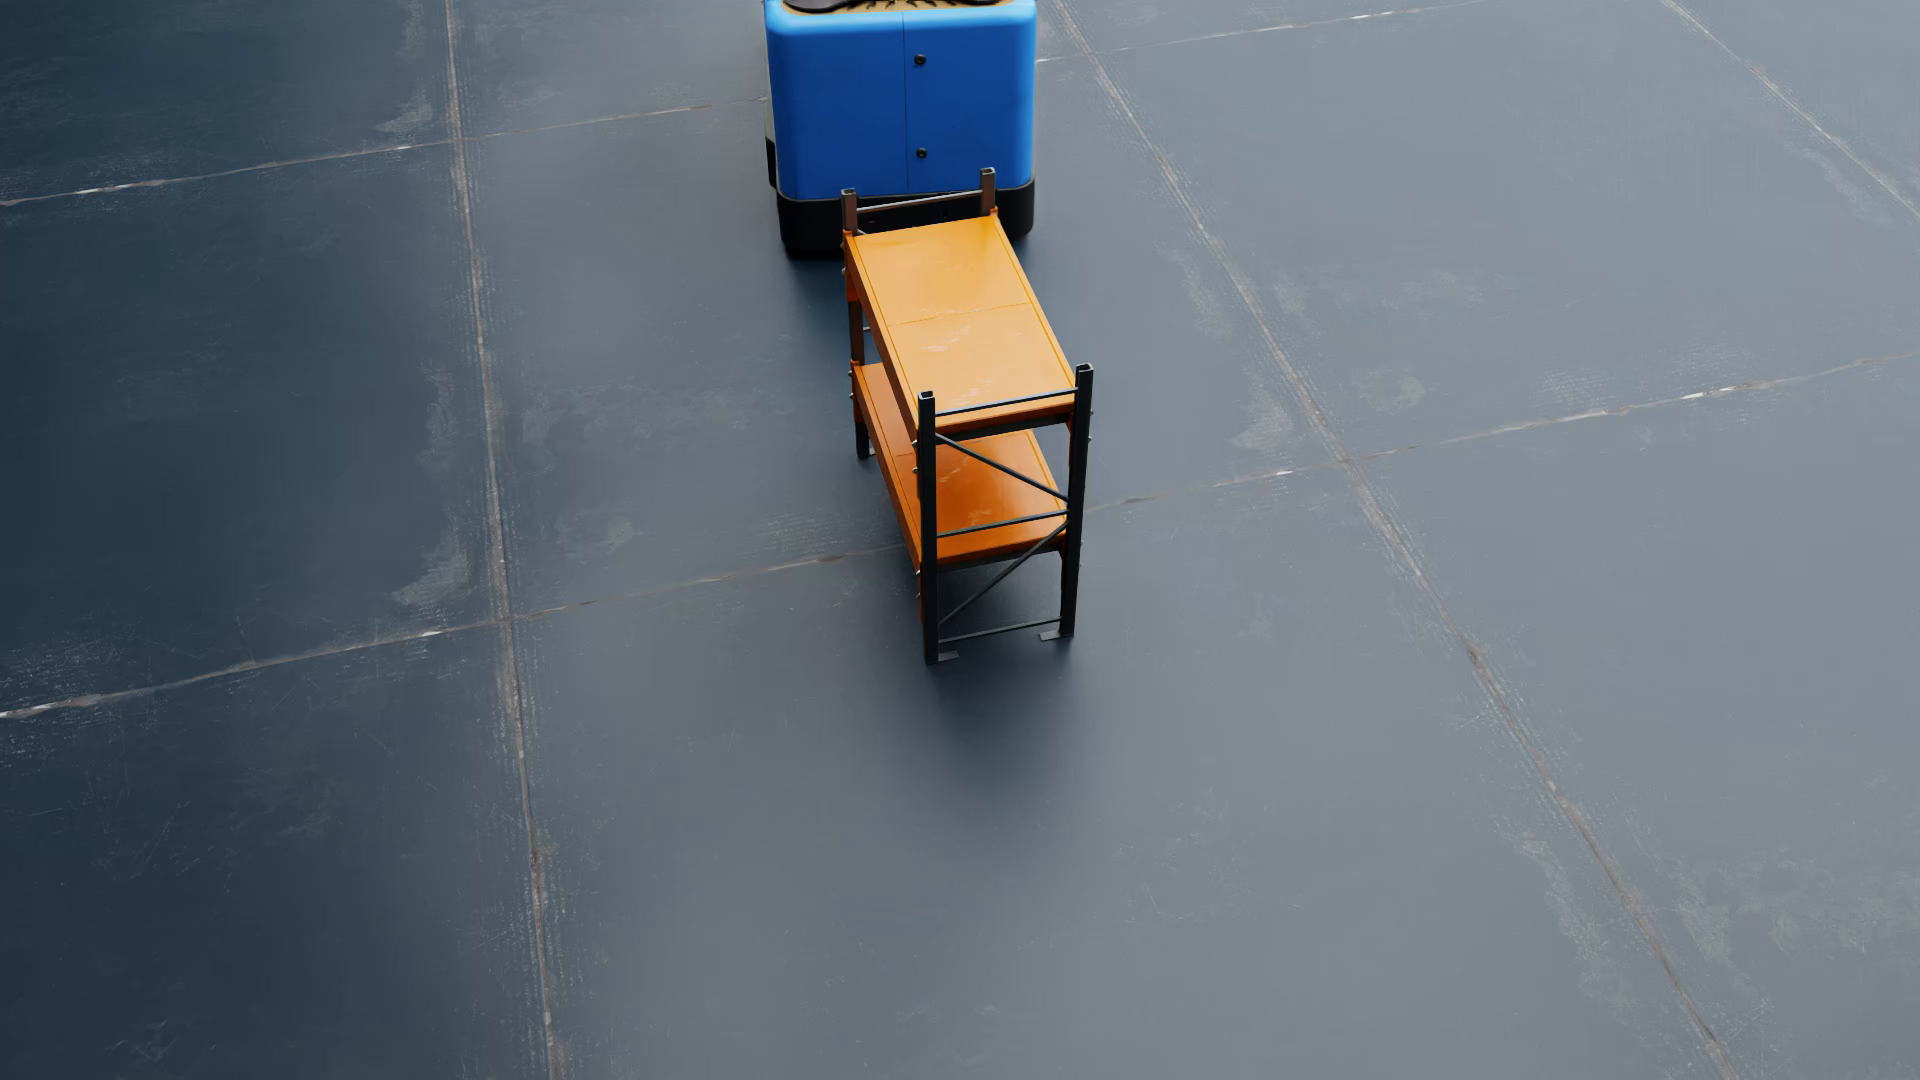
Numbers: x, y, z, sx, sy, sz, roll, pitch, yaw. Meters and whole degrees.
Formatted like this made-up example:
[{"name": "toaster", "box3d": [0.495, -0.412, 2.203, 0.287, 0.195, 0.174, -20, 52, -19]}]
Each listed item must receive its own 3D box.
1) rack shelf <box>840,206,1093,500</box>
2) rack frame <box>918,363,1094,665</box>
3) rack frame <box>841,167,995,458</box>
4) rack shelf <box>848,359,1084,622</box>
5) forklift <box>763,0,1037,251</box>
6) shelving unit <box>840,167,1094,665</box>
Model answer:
[{"name": "rack shelf", "box3d": [-0.002, -0.603, 5.144, 0.538, 0.278, 1.000, -11, 47, -10]}, {"name": "rack frame", "box3d": [0.128, -0.047, 5.009, 0.500, 1.125, 0.032, -11, 47, -10]}, {"name": "rack frame", "box3d": [-0.132, -0.749, 5.697, 0.500, 1.125, 0.032, -11, 47, -10]}, {"name": "rack shelf", "box3d": [-0.002, -0.227, 5.527, 0.538, 0.278, 1.000, -11, 47, -10]}, {"name": "forklift", "box3d": [-0.357, -3.265, 6.898, 1.130, 2.935, 3.031, -4, 46, -4]}, {"name": "shelving unit", "box3d": [-0.002, -0.398, 5.353, 0.538, 1.125, 1.048, -11, 47, -10]}]
